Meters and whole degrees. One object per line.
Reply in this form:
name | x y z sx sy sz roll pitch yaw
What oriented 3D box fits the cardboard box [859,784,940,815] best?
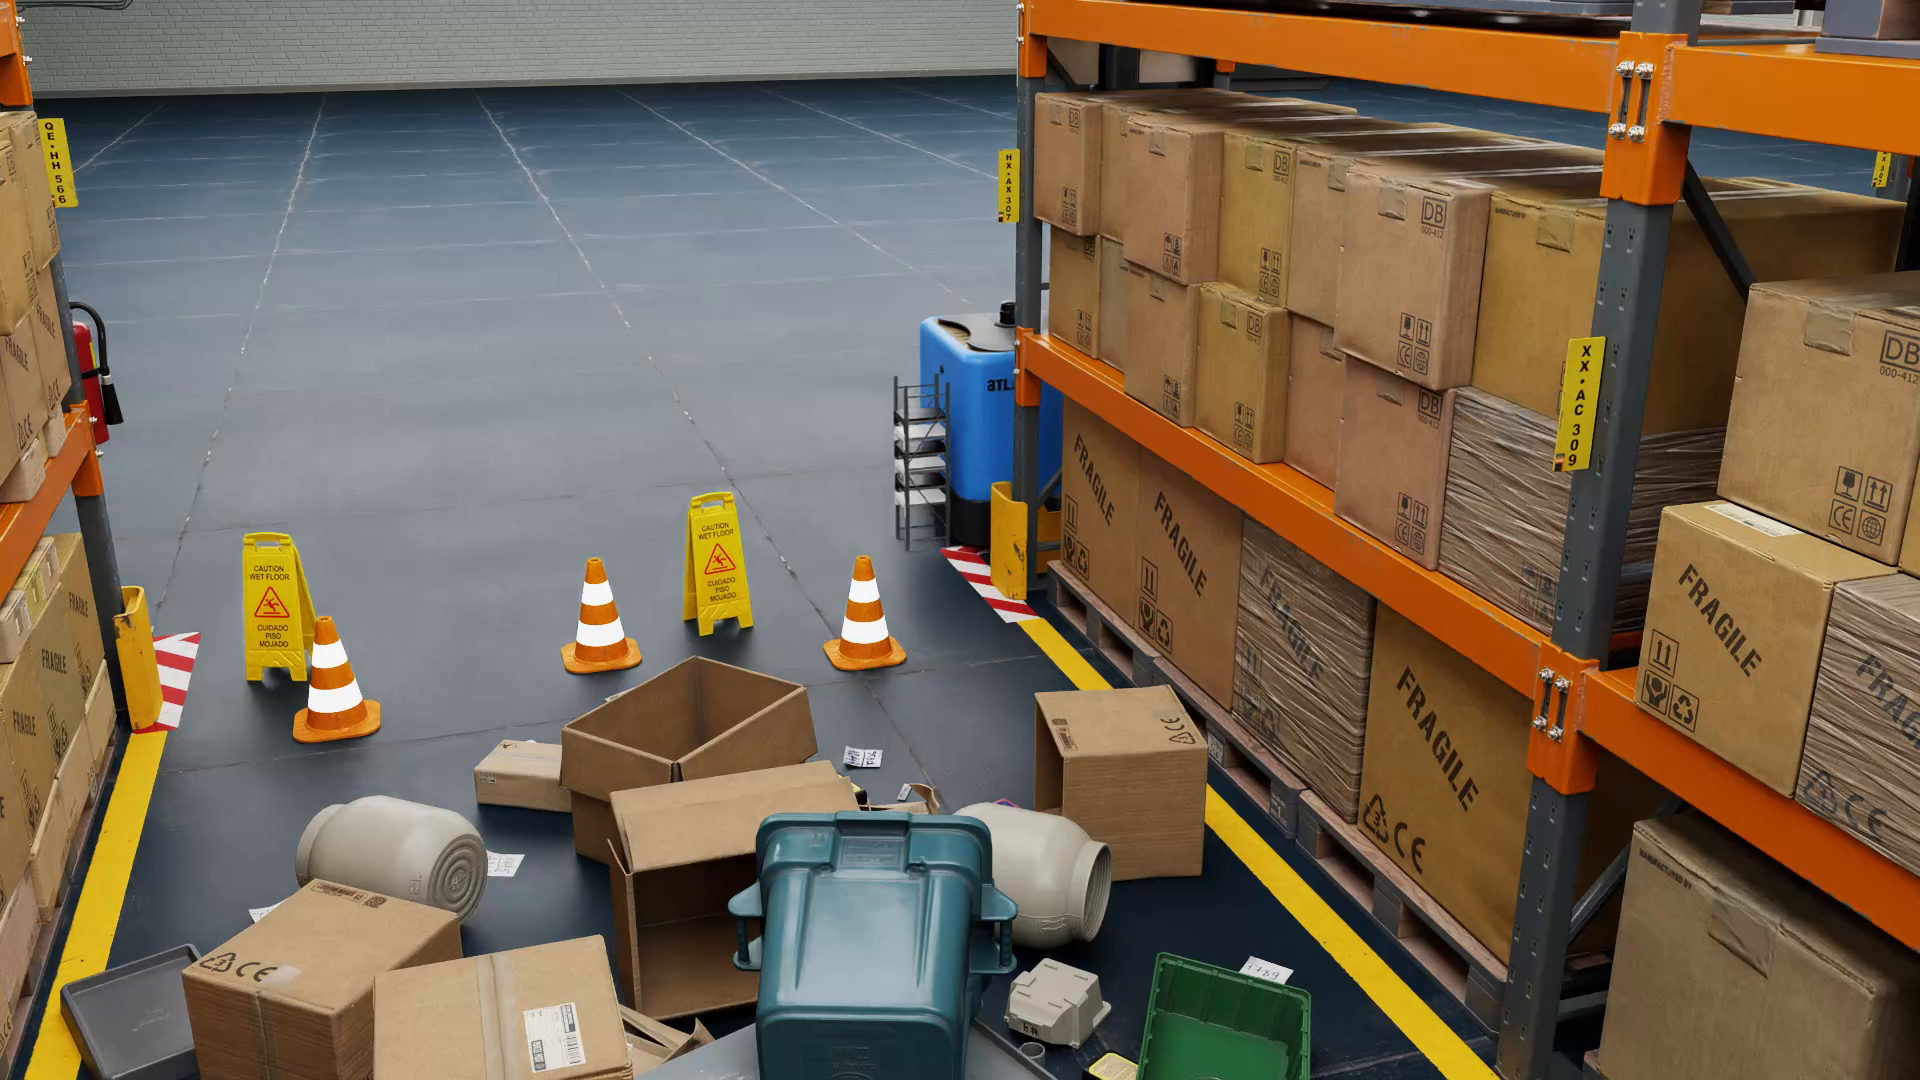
cardboard box | -0.280 0.993 5.759 0.396 0.266 0.258 -3 20 -8

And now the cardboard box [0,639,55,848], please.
cardboard box | -3.098 0.640 5.036 0.500 0.500 0.500 -7 21 -18

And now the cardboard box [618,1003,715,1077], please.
cardboard box | -0.878 1.418 4.577 0.396 0.266 0.258 12 23 30

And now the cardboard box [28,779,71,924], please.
cardboard box | -3.082 0.998 5.146 0.500 0.250 0.500 -7 21 -19

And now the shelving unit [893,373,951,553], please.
shelving unit | -0.198 -0.403 8.706 0.258 0.900 0.210 -6 21 -16

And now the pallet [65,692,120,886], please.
pallet | -3.671 0.938 5.993 1.003 0.211 1.213 -6 21 -17

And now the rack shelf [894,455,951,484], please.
rack shelf | -0.198 -0.371 8.717 0.258 0.077 0.200 -6 21 -16

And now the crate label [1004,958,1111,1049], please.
crate label | 0.277 1.365 4.914 0.250 0.136 0.298 12 23 30

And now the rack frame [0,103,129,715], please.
rack frame | -3.916 -0.663 6.326 1.000 3.000 0.127 -6 21 -17

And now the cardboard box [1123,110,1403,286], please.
cardboard box | 1.138 -1.316 6.325 0.875 0.550 0.550 -6 21 -17

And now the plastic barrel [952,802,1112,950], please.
plastic barrel | 0.196 1.073 5.302 0.512 0.421 0.421 8 21 20

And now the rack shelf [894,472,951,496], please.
rack shelf | -0.198 -0.287 8.748 0.258 0.077 0.200 -6 21 -16

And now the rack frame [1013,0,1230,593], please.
rack frame | 0.751 -1.222 7.880 1.000 3.000 0.127 -6 21 -17

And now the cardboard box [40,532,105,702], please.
cardboard box | -3.417 0.310 5.954 0.500 0.500 0.500 -6 21 -17

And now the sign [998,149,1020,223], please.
sign | 0.222 -1.609 7.562 0.100 0.325 0.005 -6 21 -17

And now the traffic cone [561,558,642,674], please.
traffic cone | -1.610 0.305 7.384 0.336 0.463 0.334 -6 21 -17

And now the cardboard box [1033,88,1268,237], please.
cardboard box | 0.831 -1.677 7.329 0.875 0.550 0.550 -6 21 -17

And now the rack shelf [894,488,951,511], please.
rack shelf | -0.198 -0.202 8.778 0.258 0.077 0.200 -6 21 -16

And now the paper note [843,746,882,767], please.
paper note | -0.381 0.847 6.516 0.144 0.017 0.142 1 20 2

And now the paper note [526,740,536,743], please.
paper note | -1.729 0.826 6.572 0.148 0.019 0.142 -15 25 -36

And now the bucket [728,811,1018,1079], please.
bucket | -0.223 1.089 4.042 0.726 0.611 0.620 1 30 2

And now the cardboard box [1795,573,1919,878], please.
cardboard box | 2.078 0.374 3.289 0.500 0.500 0.500 -6 21 -17

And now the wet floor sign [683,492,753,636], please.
wet floor sign | -1.138 0.088 7.718 0.267 0.644 0.232 -10 22 -27

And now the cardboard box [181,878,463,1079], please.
cardboard box | -1.704 1.307 4.534 0.500 0.500 0.500 8 21 20

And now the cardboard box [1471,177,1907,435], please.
cardboard box | 1.925 -0.639 4.438 0.875 0.550 0.550 -6 21 -17

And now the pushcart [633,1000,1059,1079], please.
pushcart | -0.510 1.596 3.914 1.648 0.377 0.936 -15 25 -36

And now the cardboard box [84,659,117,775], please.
cardboard box | -3.399 0.672 6.055 0.500 0.250 0.500 -6 21 -17

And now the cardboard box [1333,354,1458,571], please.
cardboard box | 1.687 -0.300 5.092 0.875 0.550 0.550 -6 21 -17

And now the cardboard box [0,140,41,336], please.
cardboard box | -3.138 -0.864 4.818 0.700 0.500 0.500 -7 21 -18

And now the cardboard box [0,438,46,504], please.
cardboard box | -3.241 -0.214 5.447 0.380 0.149 0.250 -6 21 -16

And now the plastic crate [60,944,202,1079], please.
plastic crate | -2.374 1.404 4.891 0.402 0.080 0.583 -15 25 -36

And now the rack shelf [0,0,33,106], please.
rack shelf | -3.288 -1.095 4.153 1.077 0.370 4.000 -6 21 -17

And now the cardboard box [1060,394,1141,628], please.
cardboard box | 1.027 -0.209 7.582 0.875 0.875 0.875 -6 21 -17

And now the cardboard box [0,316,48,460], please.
cardboard box | -3.331 -0.544 5.406 0.500 0.500 0.500 -6 21 -17

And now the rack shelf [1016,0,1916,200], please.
rack shelf | 1.380 -1.653 5.708 1.077 0.370 4.000 -6 21 -17

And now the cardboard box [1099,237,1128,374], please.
cardboard box | 1.104 -1.004 7.052 0.875 0.550 0.550 -6 21 -17

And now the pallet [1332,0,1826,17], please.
pallet | 1.761 -1.572 4.548 1.003 0.211 1.213 -6 21 -17

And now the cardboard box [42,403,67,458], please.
cardboard box | -3.411 -0.378 5.904 0.380 0.149 0.250 -7 21 -18

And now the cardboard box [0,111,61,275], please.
cardboard box | -3.548 -1.180 5.698 0.700 0.500 0.500 -7 21 -19

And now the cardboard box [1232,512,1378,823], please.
cardboard box | 1.590 0.366 5.981 0.875 0.875 0.875 -6 21 -17

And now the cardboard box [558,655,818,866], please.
cardboard box | -0.961 0.806 5.927 0.637 0.503 0.797 12 23 30

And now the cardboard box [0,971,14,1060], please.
cardboard box | -2.767 1.329 4.226 0.500 0.250 0.500 -5 20 -14

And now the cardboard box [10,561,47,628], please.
cardboard box | -3.162 0.196 5.311 0.380 0.149 0.250 -6 21 -16

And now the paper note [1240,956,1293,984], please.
paper note | 0.937 1.340 5.141 0.142 0.020 0.147 12 23 30

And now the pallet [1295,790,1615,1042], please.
pallet | 1.844 1.122 5.480 1.003 0.211 1.213 -6 21 -17

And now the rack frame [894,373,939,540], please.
rack frame | -0.227 -0.436 8.798 0.240 0.900 0.006 -6 21 -16

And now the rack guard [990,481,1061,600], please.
rack guard | 0.744 -0.053 8.324 1.175 0.500 0.348 -6 21 -17

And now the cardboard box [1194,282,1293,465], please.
cardboard box | 1.367 -0.645 6.053 0.875 0.550 0.500 -6 21 -17

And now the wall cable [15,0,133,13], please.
wall cable | -18.364 -11.891 33.302 3.097 2.526 0.112 -6 21 -17

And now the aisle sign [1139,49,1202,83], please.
aisle sign | 1.014 -2.500 7.593 0.394 0.787 0.004 -6 21 -17

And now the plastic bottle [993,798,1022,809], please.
plastic bottle | 0.091 1.018 5.991 0.283 0.061 0.133 -15 25 -36

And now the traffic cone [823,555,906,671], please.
traffic cone | -0.430 0.294 7.414 0.336 0.463 0.334 -6 21 -17

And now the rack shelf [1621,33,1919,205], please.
rack shelf | 2.637 -0.369 2.134 1.077 0.370 4.000 -6 21 -17

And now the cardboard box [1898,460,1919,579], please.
cardboard box | 2.334 -0.132 3.220 0.700 0.500 0.500 -7 21 -18

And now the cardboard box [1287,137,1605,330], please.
cardboard box | 1.603 -0.991 5.418 0.875 0.550 0.550 -6 21 -17

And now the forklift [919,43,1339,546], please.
forklift | 1.341 -1.580 8.981 3.031 2.935 1.130 -5 20 -15

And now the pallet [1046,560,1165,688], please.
pallet | 1.077 0.339 7.660 1.003 0.211 1.213 -6 21 -17

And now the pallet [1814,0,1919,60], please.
pallet | 2.343 -0.971 3.027 0.805 0.209 1.217 -7 21 -19
